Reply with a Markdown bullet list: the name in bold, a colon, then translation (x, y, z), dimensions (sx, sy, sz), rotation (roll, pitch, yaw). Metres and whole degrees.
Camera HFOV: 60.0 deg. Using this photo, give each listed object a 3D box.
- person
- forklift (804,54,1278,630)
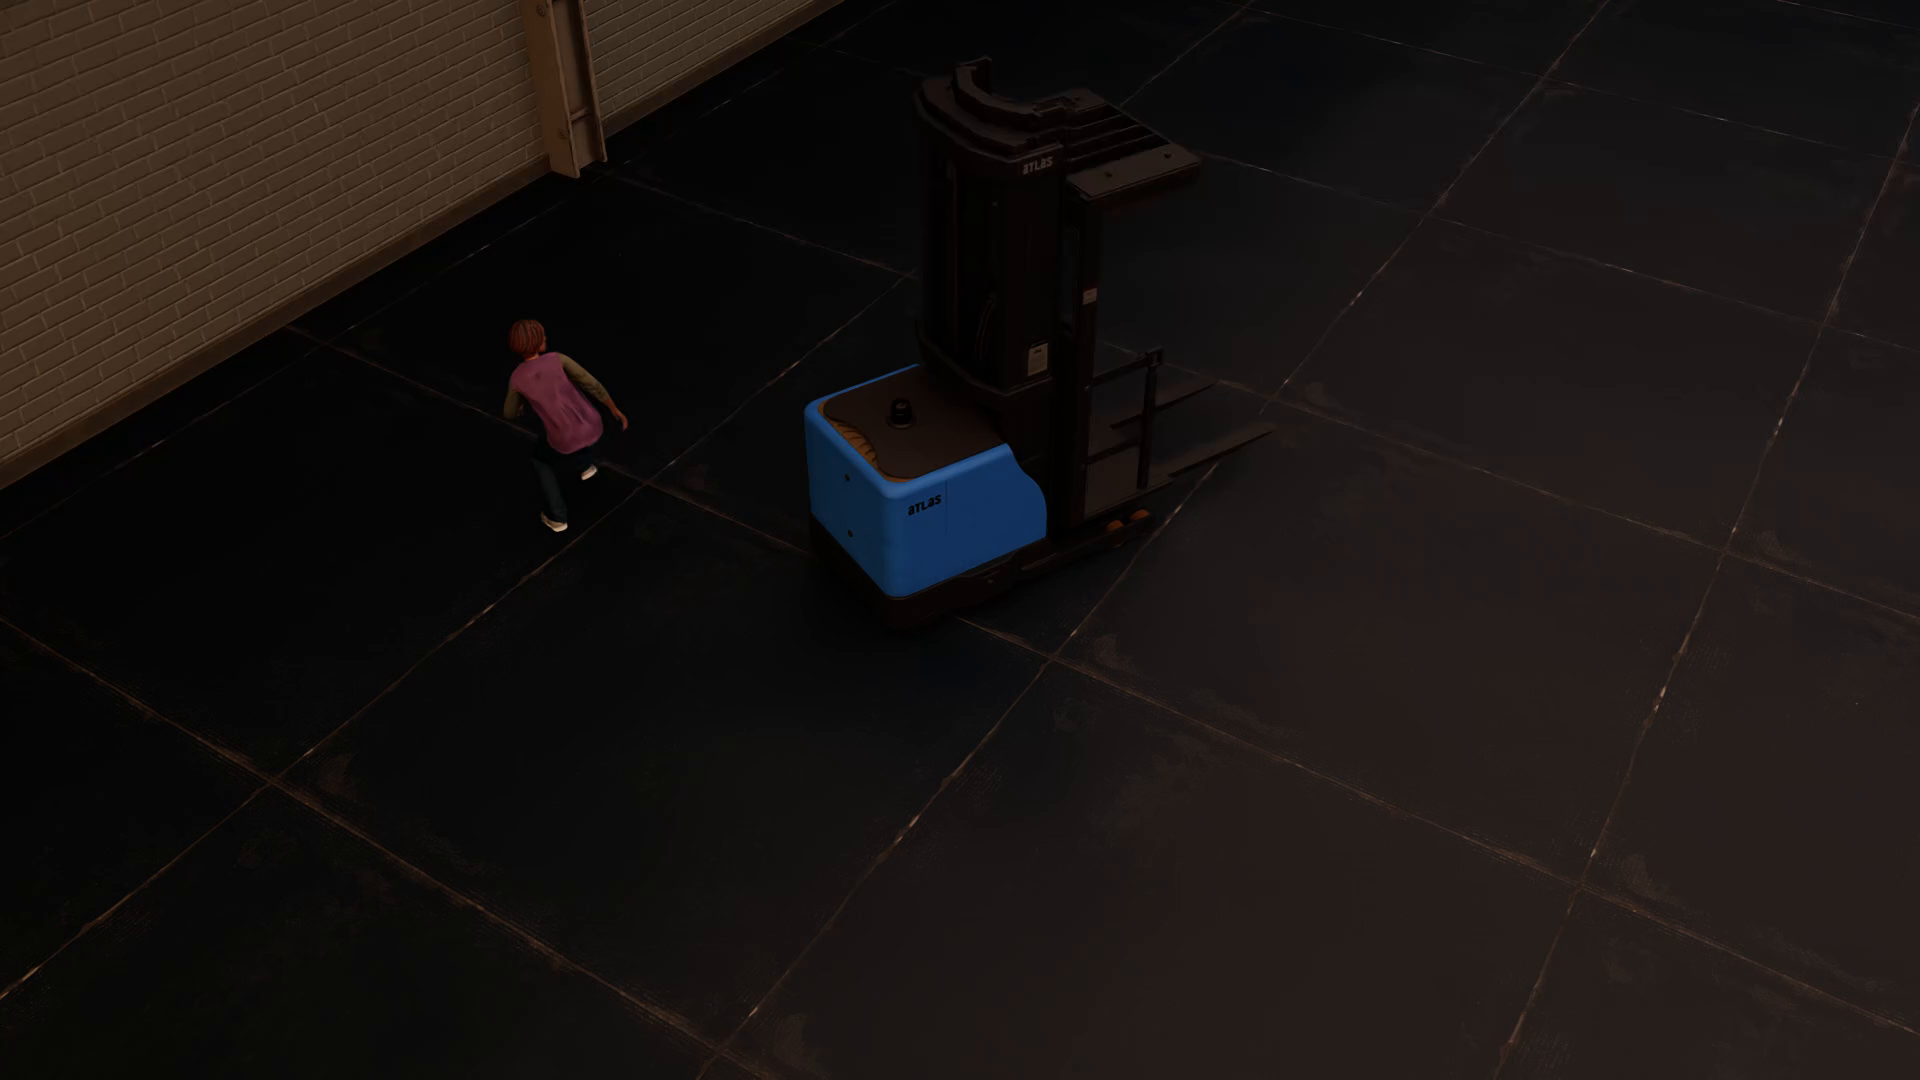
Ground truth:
- **person**: translation (-2.416, -0.753, 10.080), dimensions (0.649, 1.389, 0.635), rotation (-21, 44, -23)
- **forklift**: translation (0.609, -1.336, 9.543), dimensions (3.031, 2.935, 1.130), rotation (-23, 45, -25)
